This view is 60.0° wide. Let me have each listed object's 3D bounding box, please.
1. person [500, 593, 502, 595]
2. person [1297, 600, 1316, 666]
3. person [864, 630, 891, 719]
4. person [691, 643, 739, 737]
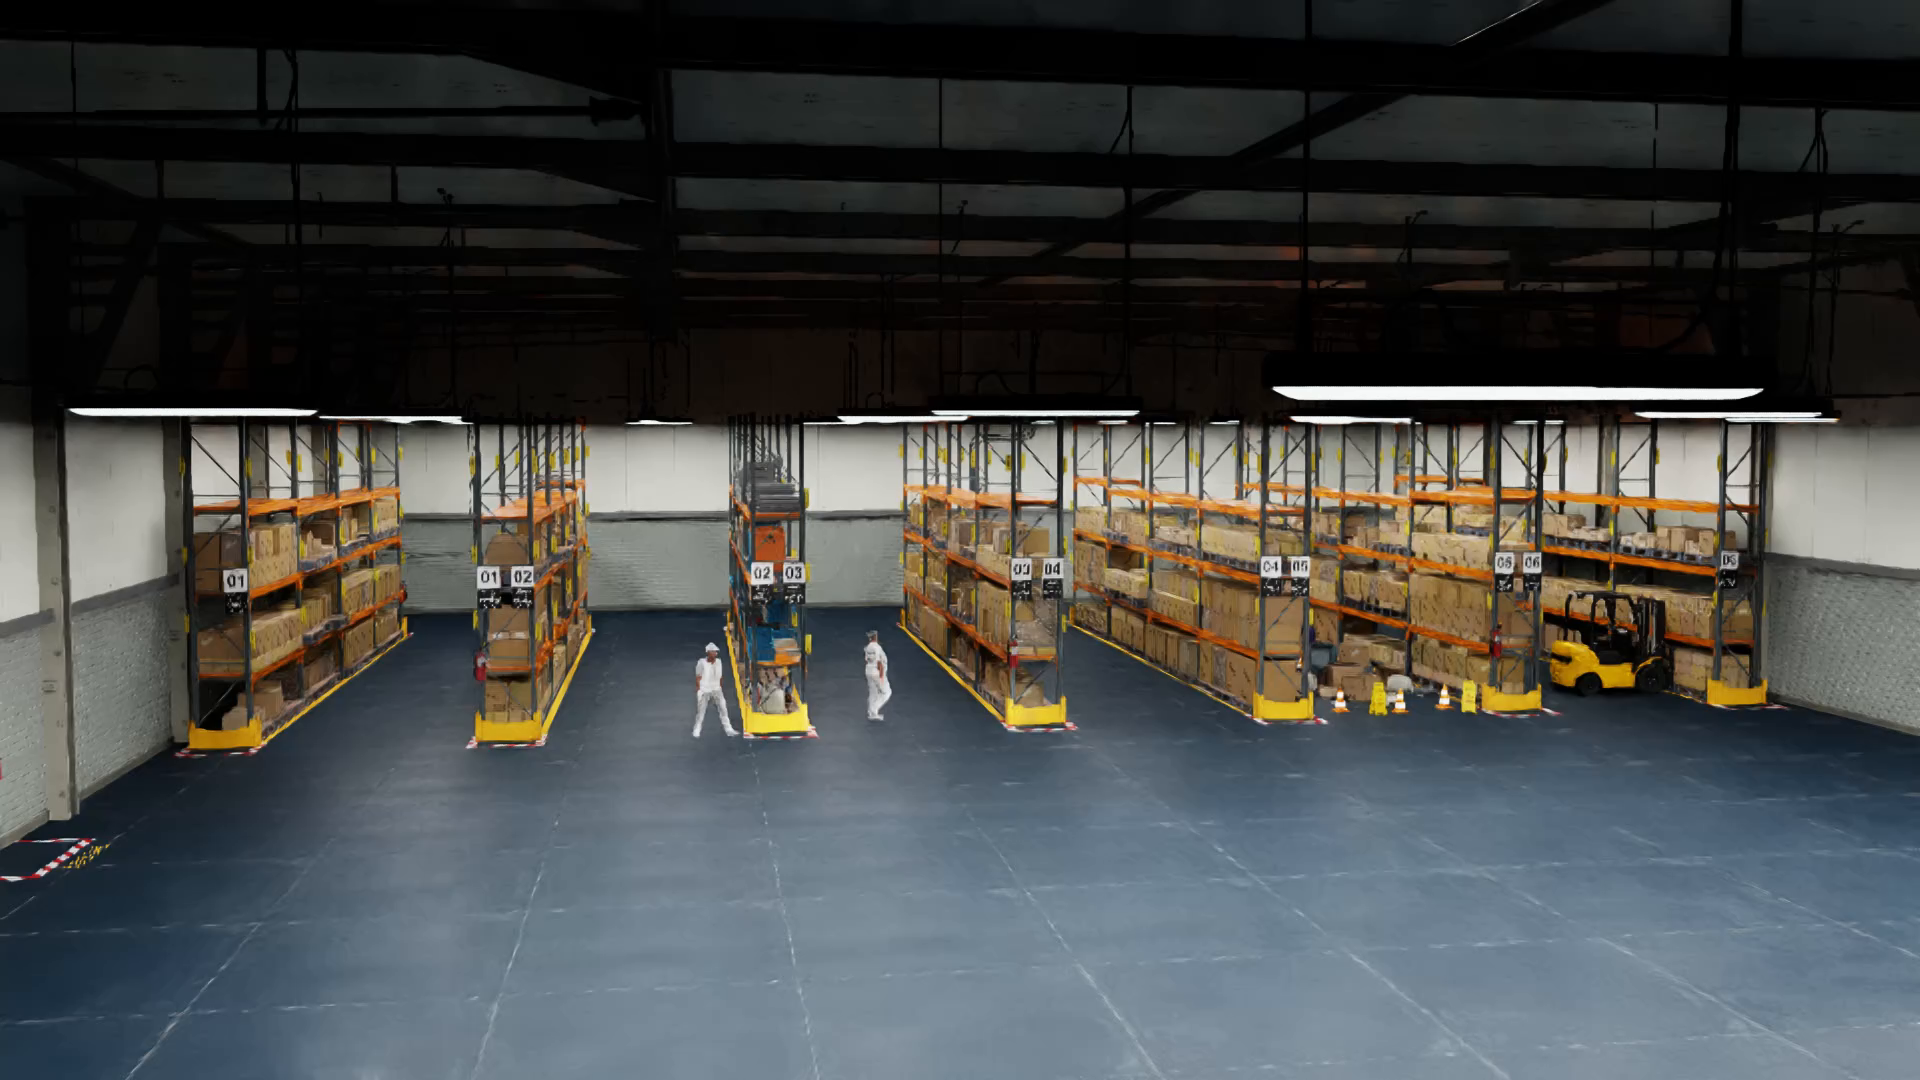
[{"bbox_3d":[-12.838,1.686,46.478,0.432,1.730,0.636,1,4,8],"label":"person"},{"bbox_3d":[8.186,2.215,39.363,0.542,1.641,0.583,1,4,19],"label":"person"},{"bbox_3d":[-1.658,2.638,32.458,0.467,1.755,0.578,-3,5,-36],"label":"person"},{"bbox_3d":[-4.533,2.758,30.532,0.637,1.741,0.893,-3,5,-35],"label":"person"}]
